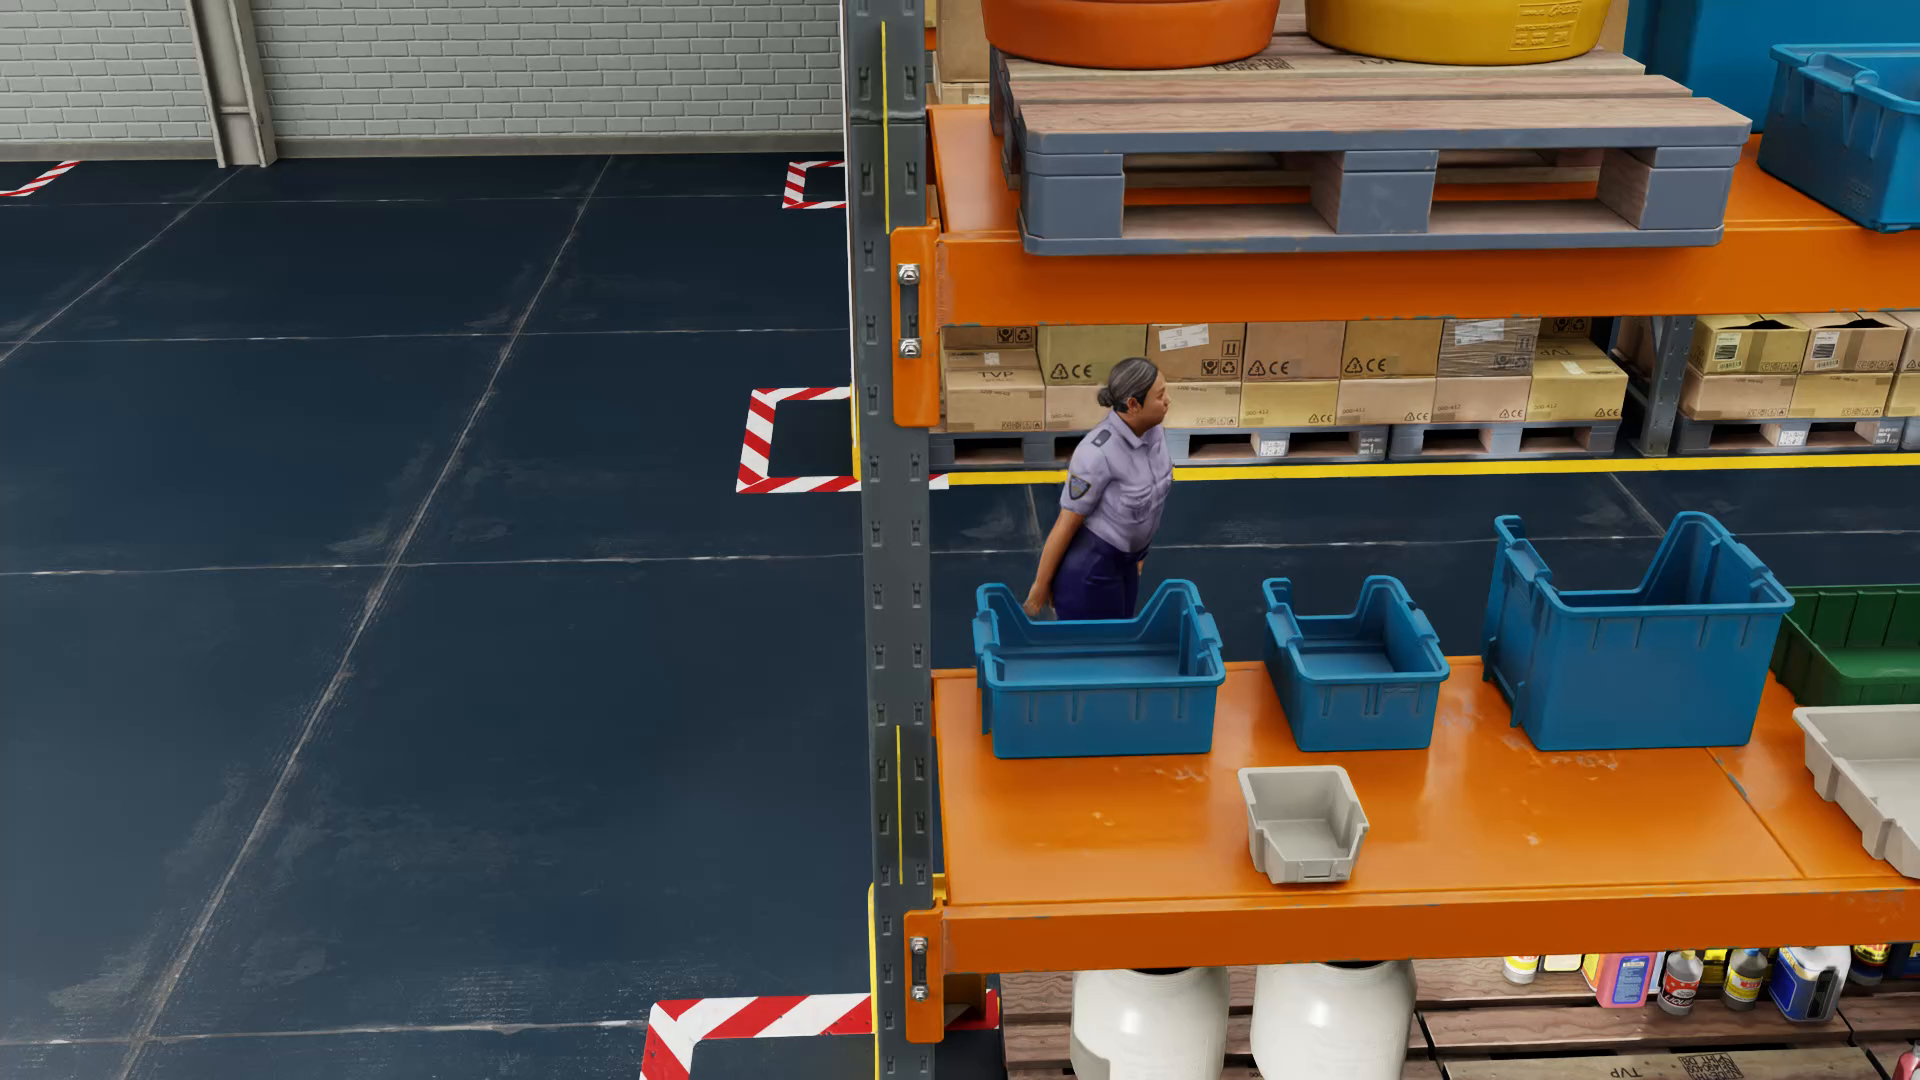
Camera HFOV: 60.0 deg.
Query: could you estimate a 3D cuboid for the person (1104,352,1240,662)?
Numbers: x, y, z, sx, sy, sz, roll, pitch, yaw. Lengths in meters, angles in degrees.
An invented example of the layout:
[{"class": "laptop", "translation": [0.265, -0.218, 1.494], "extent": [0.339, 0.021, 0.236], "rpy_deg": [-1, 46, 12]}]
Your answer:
[{"class": "person", "translation": [0.744, 0.151, 5.867], "extent": [0.456, 1.697, 0.519], "rpy_deg": [15, 31, 27]}]
